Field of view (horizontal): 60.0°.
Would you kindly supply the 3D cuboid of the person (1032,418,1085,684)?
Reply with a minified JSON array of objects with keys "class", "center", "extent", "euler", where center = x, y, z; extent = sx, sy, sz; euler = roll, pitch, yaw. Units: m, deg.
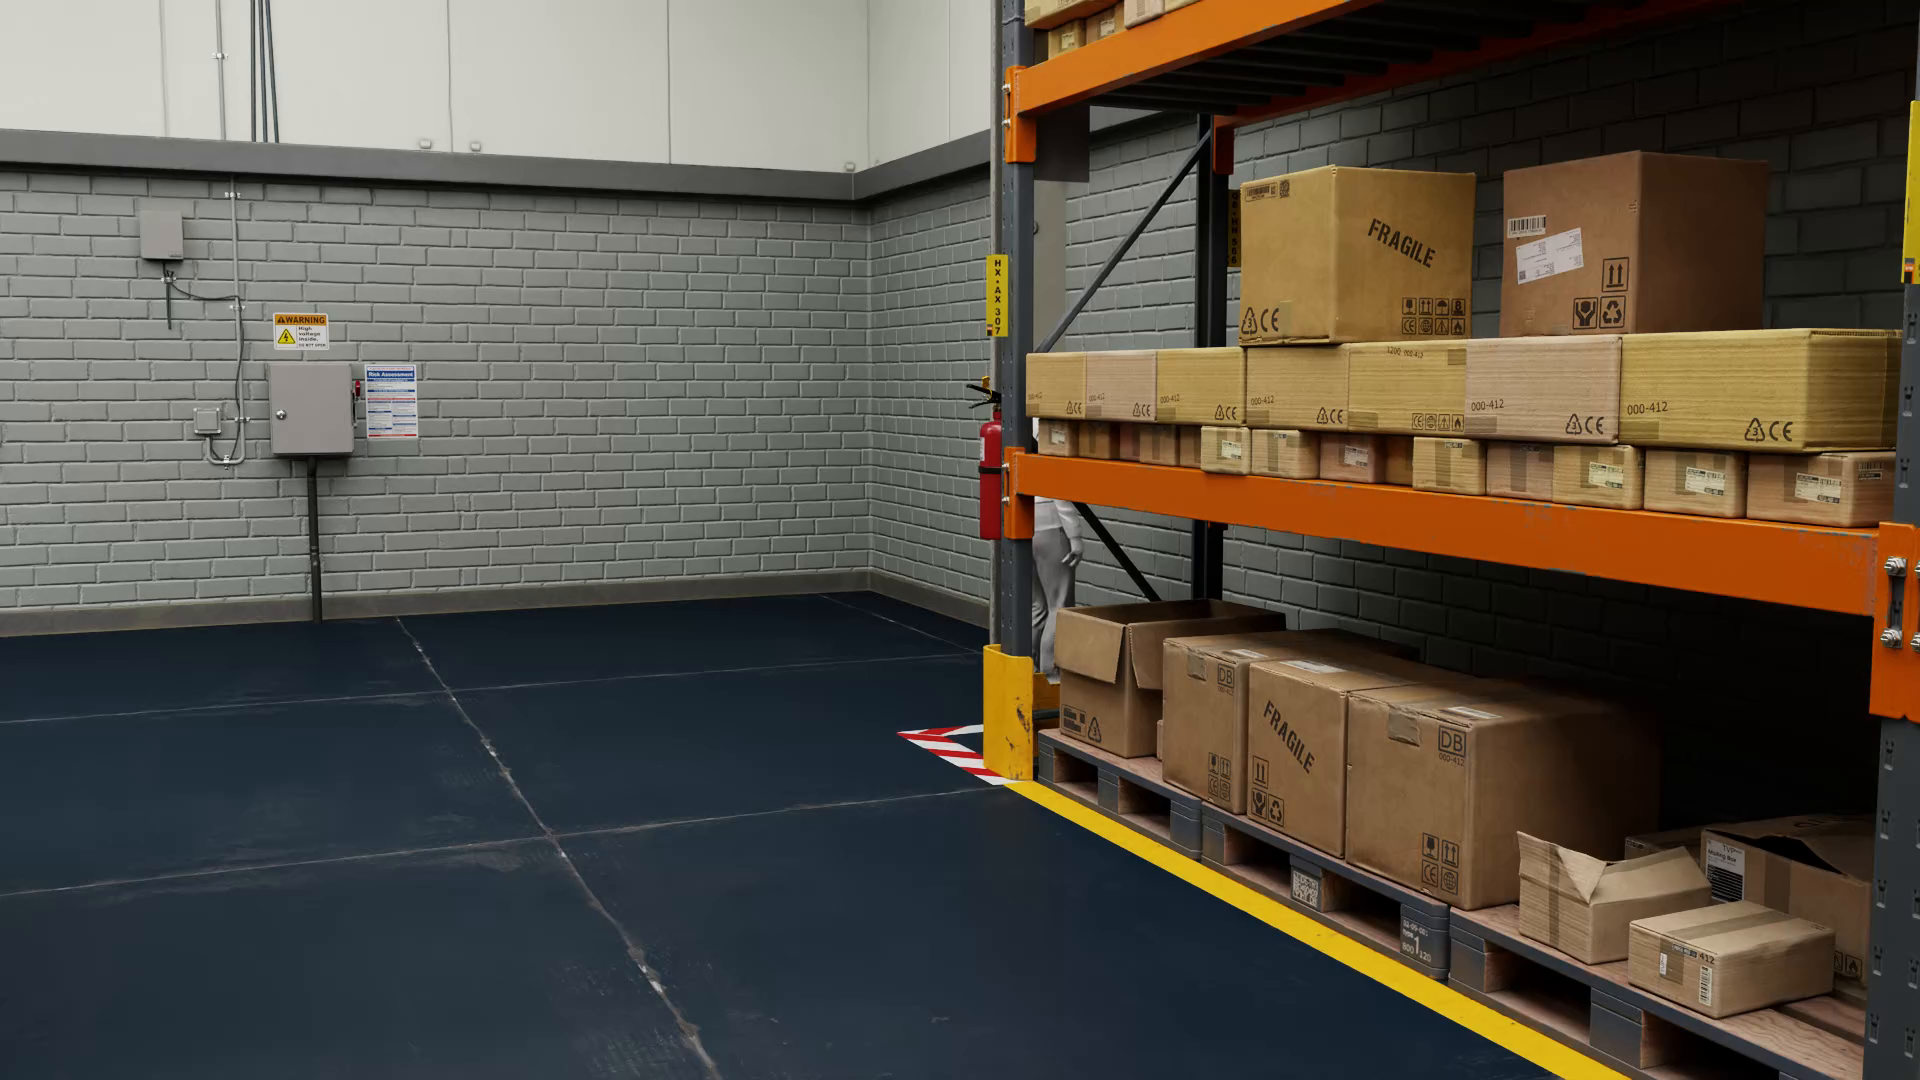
[{"class":"person","center":[0.423,-0.022,8.191],"extent":[0.370,1.666,0.547],"euler":[-3,6,-27]}]
